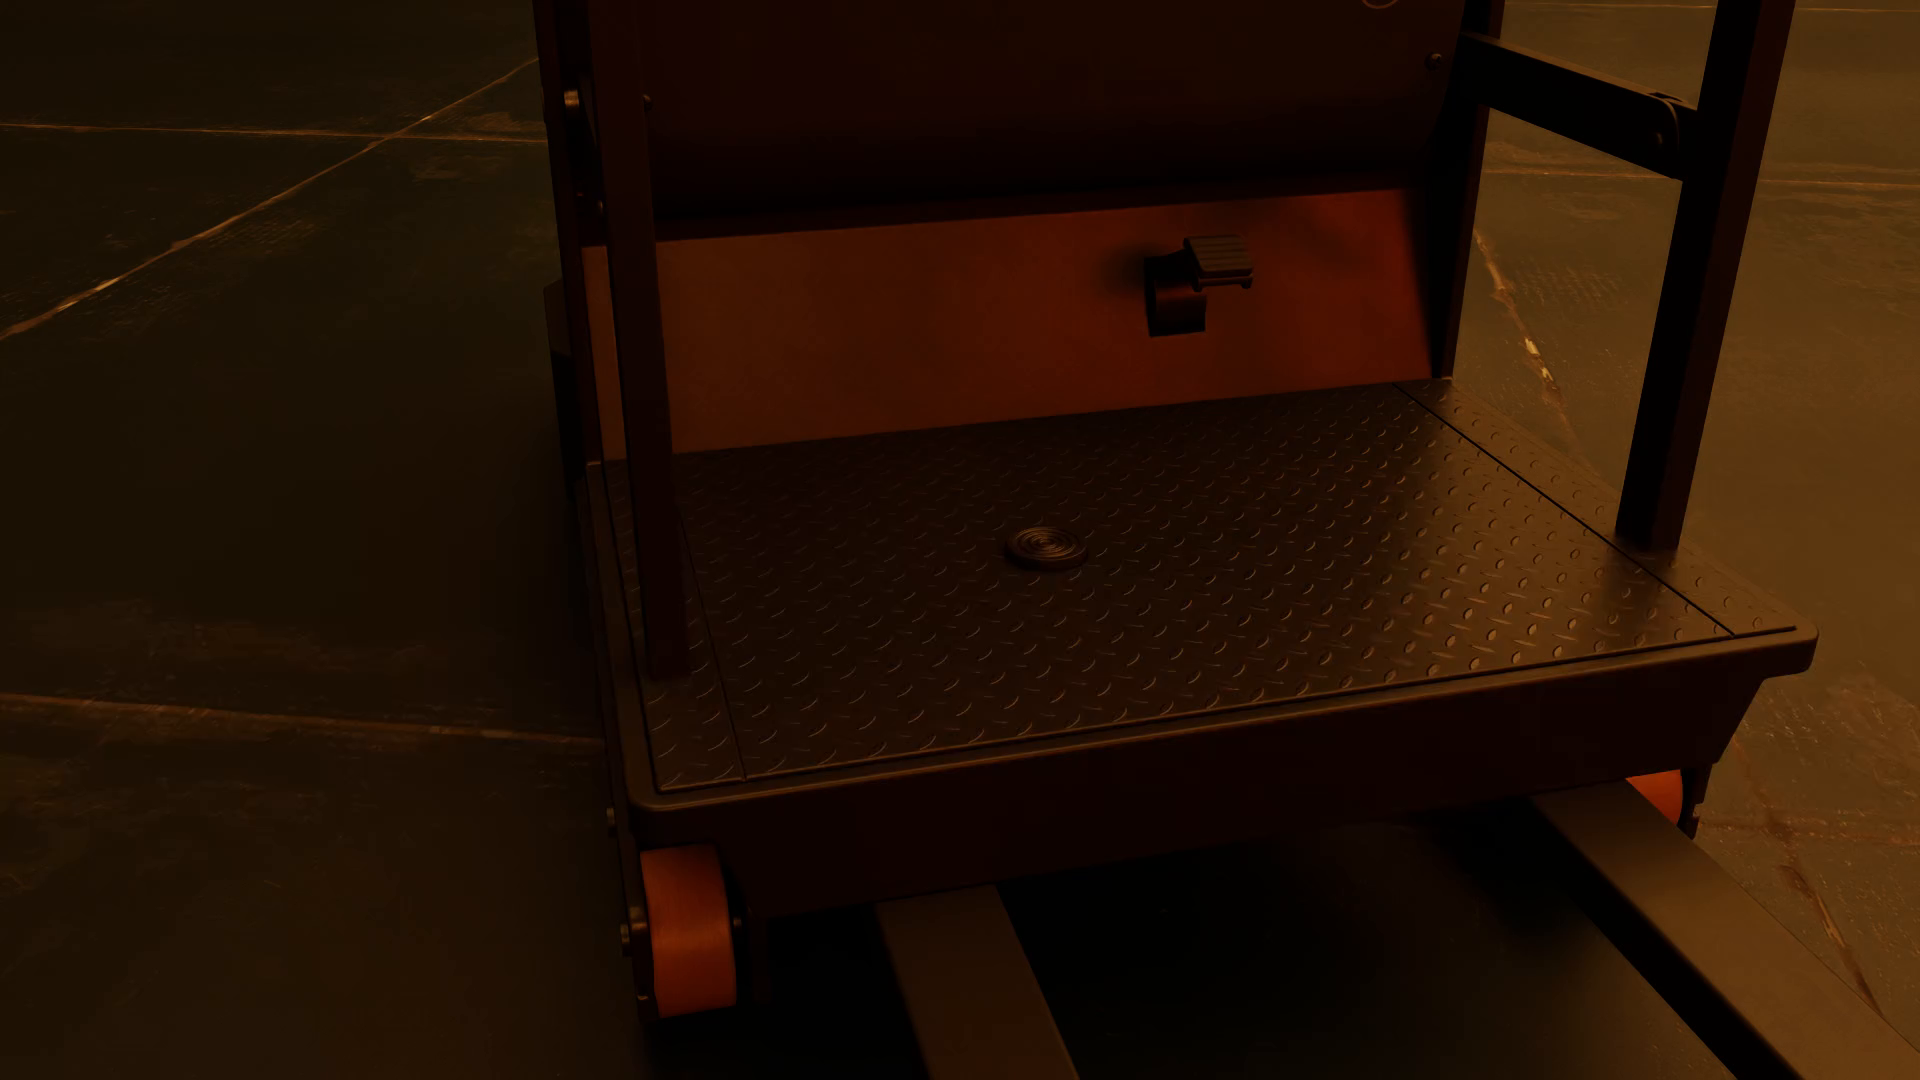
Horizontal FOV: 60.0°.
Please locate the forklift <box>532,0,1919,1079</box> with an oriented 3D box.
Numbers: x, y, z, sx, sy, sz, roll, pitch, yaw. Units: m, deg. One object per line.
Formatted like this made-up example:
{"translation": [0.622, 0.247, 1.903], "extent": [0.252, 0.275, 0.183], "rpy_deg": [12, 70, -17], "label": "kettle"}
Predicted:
{"translation": [0.153, -1.049, 1.319], "extent": [1.130, 2.935, 3.031], "rpy_deg": [-7, 27, -13], "label": "forklift"}
